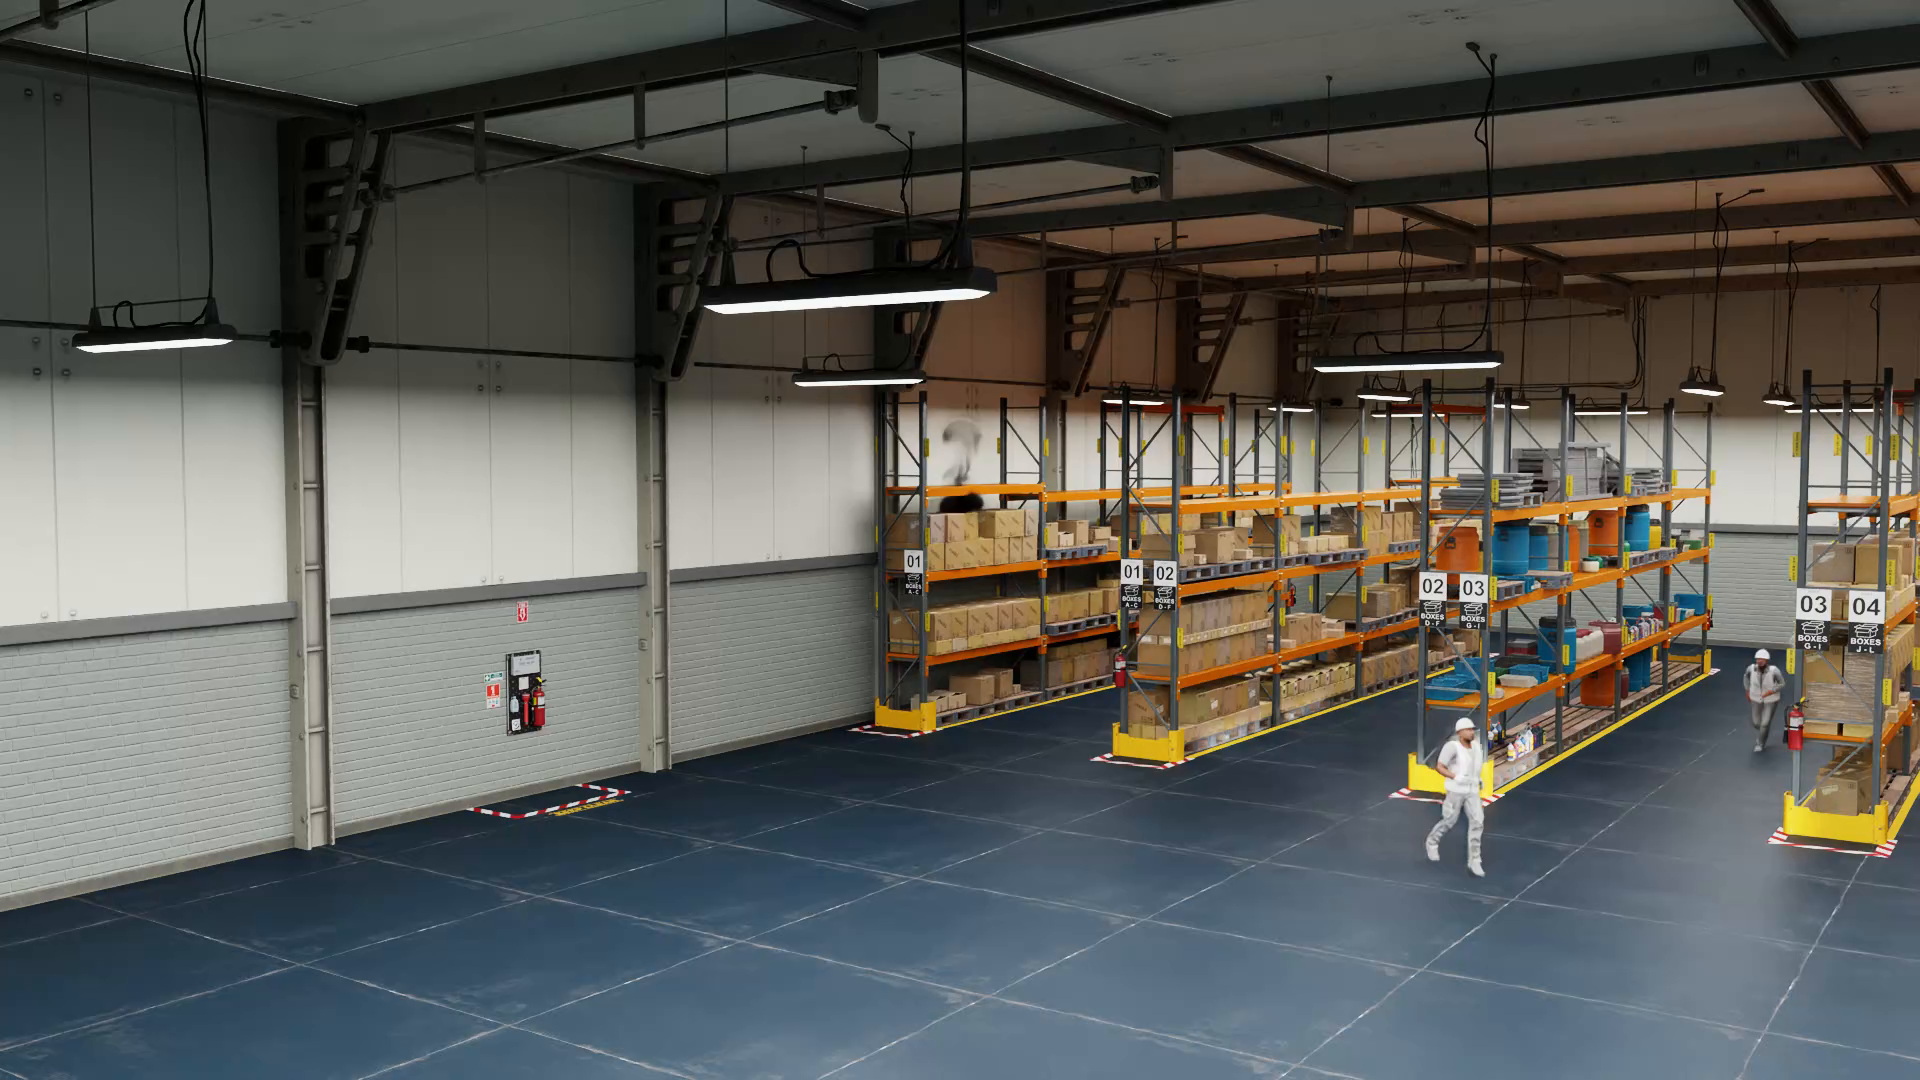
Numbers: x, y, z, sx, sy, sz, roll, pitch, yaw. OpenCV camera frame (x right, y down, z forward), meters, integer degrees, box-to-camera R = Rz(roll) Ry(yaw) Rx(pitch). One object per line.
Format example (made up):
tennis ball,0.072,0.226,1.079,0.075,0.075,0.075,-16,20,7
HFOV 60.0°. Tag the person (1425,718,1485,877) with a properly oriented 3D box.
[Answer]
person,5.969,3.009,19.719,0.721,1.792,0.916,-1,3,-22

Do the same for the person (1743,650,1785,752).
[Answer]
person,13.279,2.646,27.476,0.652,1.709,0.771,2,4,34
